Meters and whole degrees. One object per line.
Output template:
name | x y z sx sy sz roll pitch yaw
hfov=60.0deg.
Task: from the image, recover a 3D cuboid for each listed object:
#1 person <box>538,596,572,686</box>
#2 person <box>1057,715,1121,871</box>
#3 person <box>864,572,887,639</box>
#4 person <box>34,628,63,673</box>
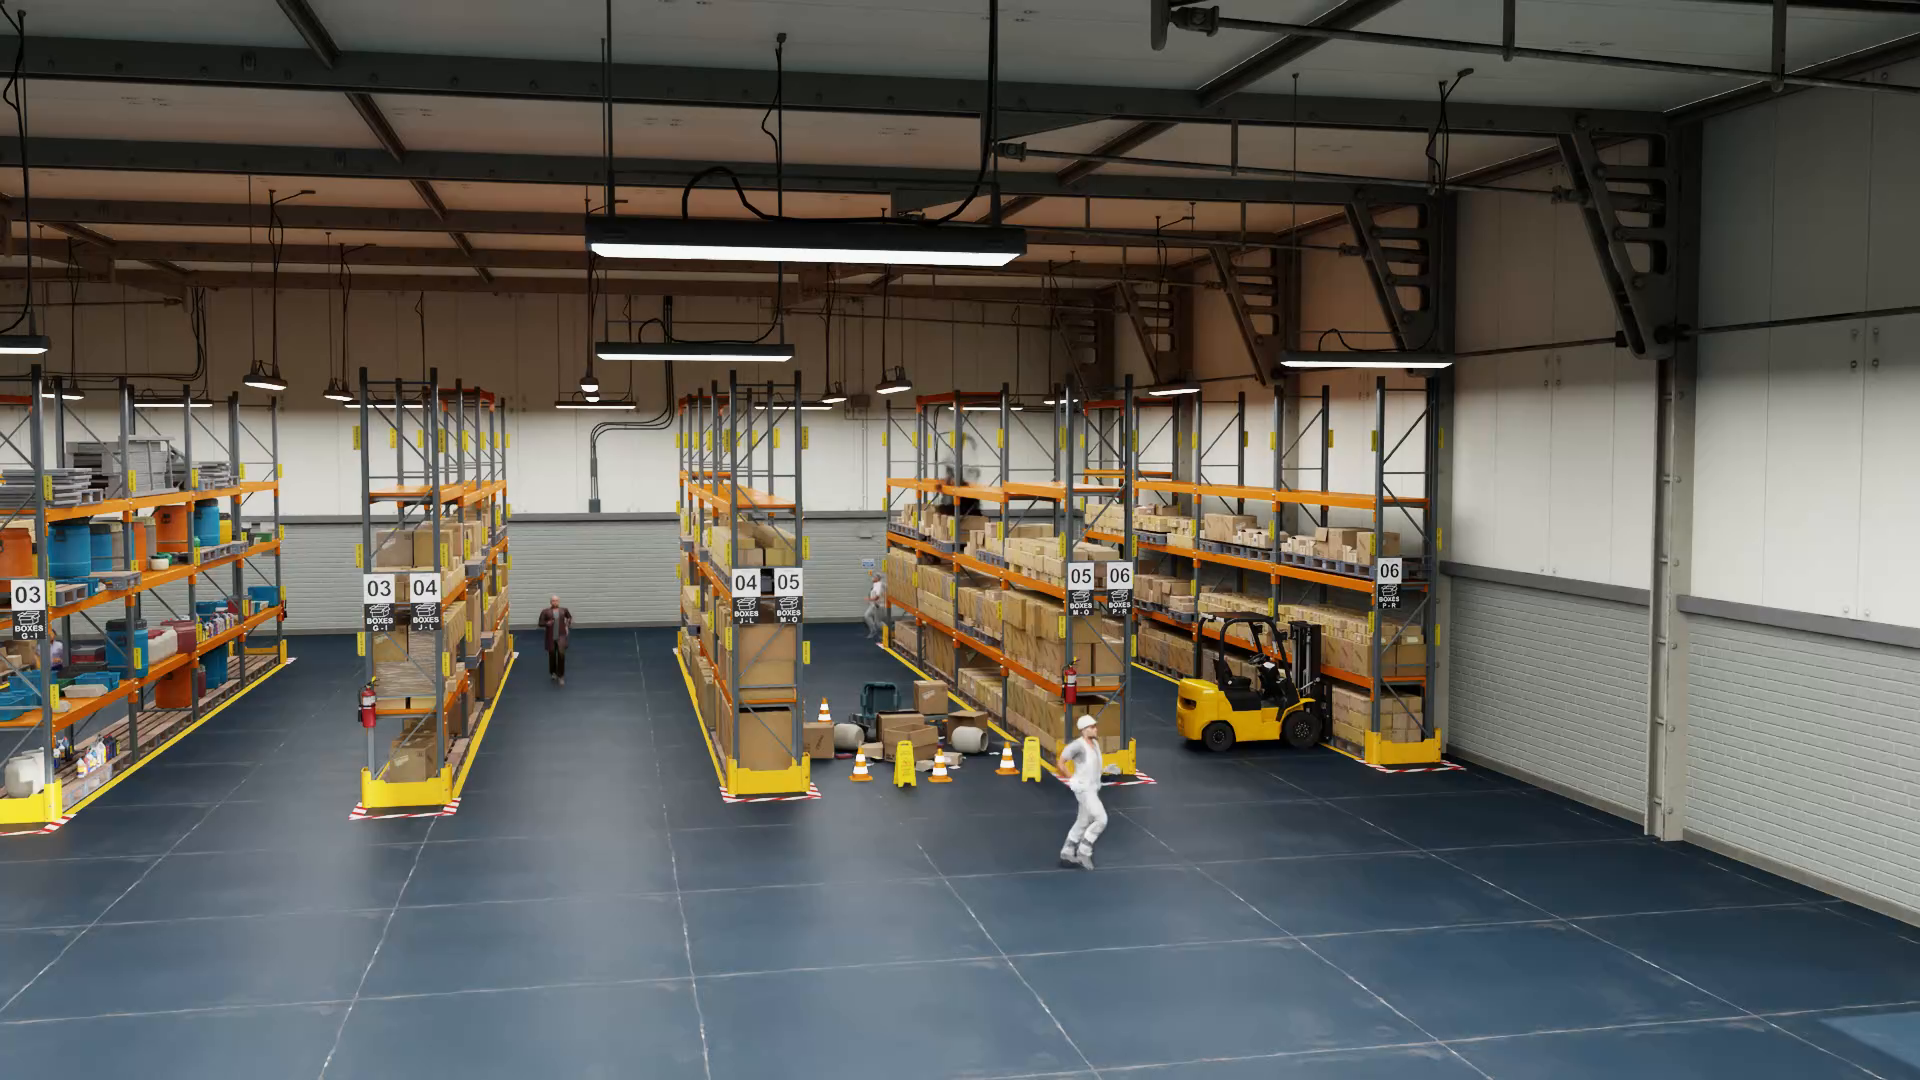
person | -8.360 2.063 34.354 0.692 1.841 0.842 -1 4 -16
person | 1.508 2.956 19.481 0.721 1.803 0.632 2 4 27
person | -2.066 1.655 41.702 0.681 1.753 0.669 0 3 -2
person | -16.361 2.416 29.893 0.587 1.646 0.610 -1 4 -18
